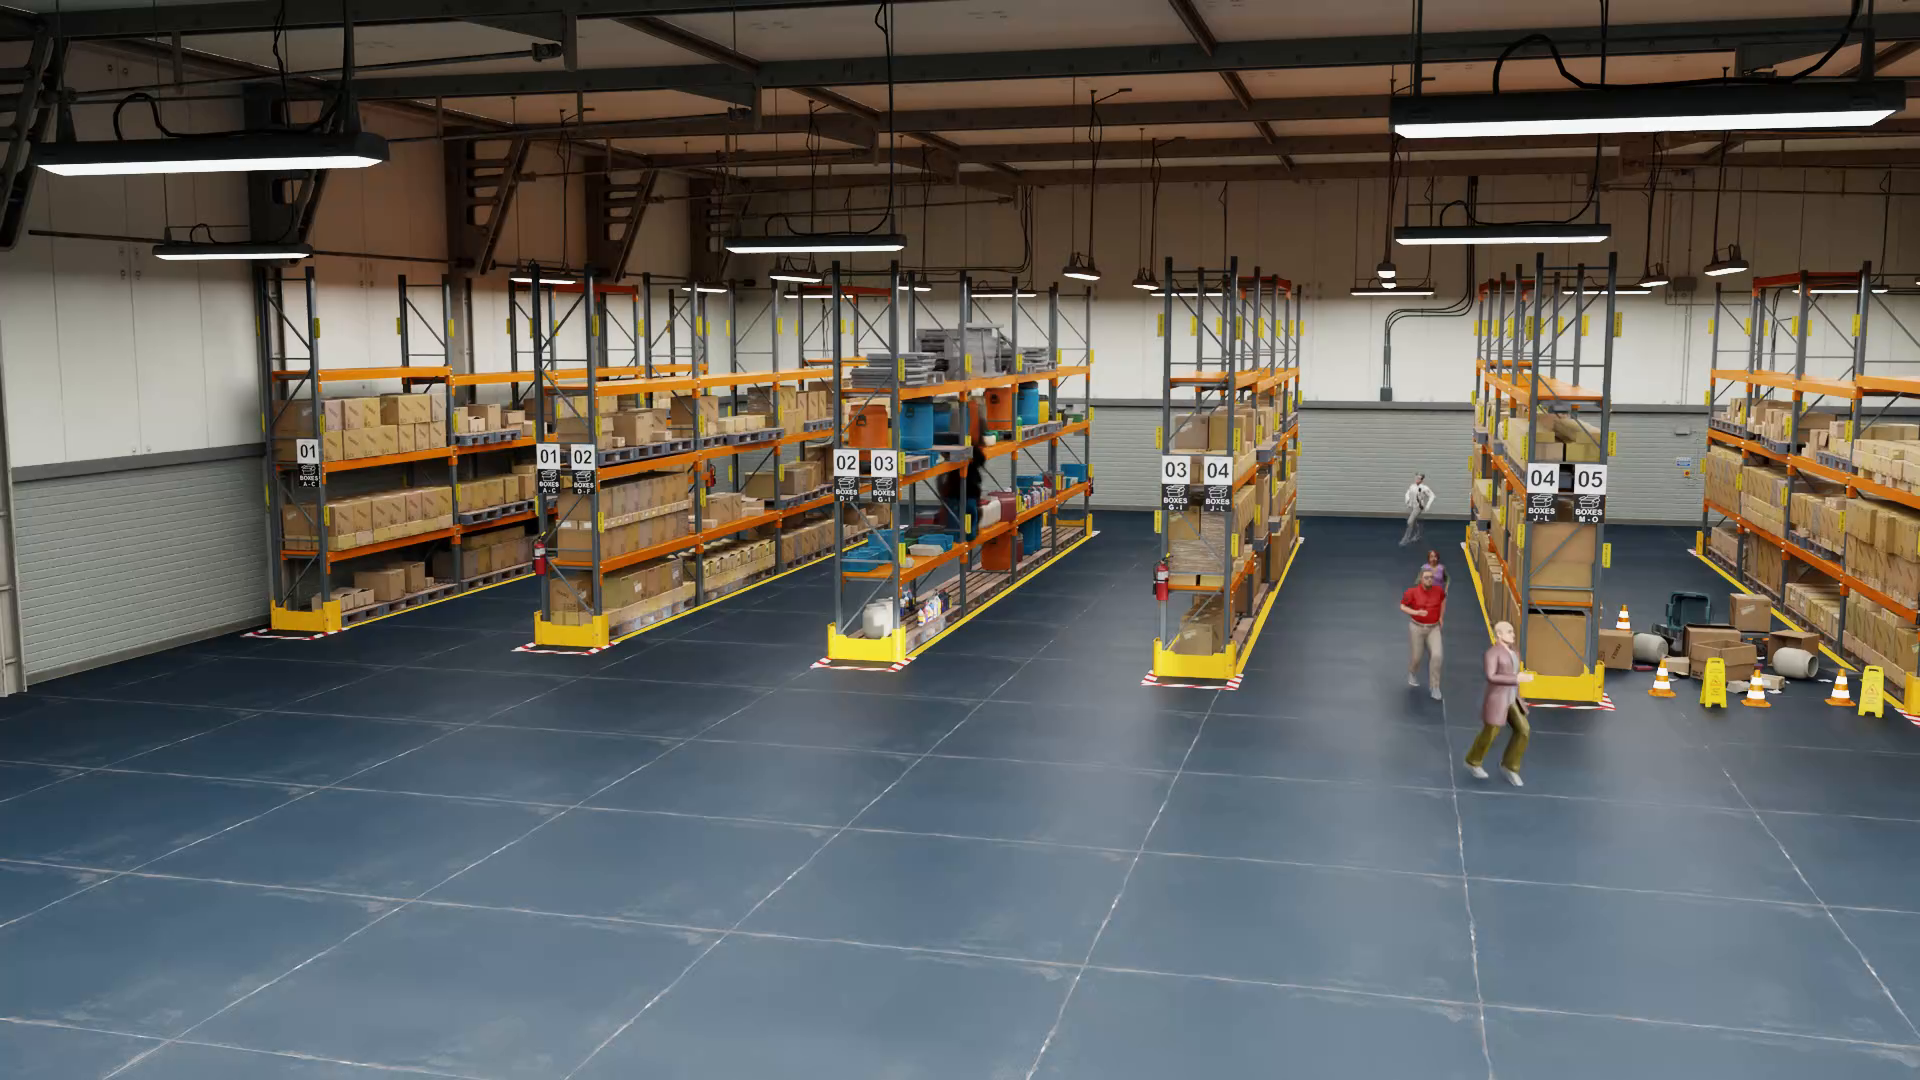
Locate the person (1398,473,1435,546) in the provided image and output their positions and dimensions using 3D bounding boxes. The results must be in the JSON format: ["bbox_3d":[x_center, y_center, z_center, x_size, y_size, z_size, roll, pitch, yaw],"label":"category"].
[{"bbox_3d":[10.576,-0.724,38.500,0.812,1.699,0.670,-5,9,-32],"label":"person"}]

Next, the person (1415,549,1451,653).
[{"bbox_3d":[7.382,0.932,25.987,0.546,1.587,0.813,1,7,11],"label":"person"}]

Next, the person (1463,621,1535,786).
[{"bbox_3d":[5.953,1.813,18.321,0.708,1.857,0.840,-5,9,-37],"label":"person"}]

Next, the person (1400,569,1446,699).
[{"bbox_3d":[6.386,1.273,22.921,0.680,1.783,0.884,0,7,1],"label":"person"}]
